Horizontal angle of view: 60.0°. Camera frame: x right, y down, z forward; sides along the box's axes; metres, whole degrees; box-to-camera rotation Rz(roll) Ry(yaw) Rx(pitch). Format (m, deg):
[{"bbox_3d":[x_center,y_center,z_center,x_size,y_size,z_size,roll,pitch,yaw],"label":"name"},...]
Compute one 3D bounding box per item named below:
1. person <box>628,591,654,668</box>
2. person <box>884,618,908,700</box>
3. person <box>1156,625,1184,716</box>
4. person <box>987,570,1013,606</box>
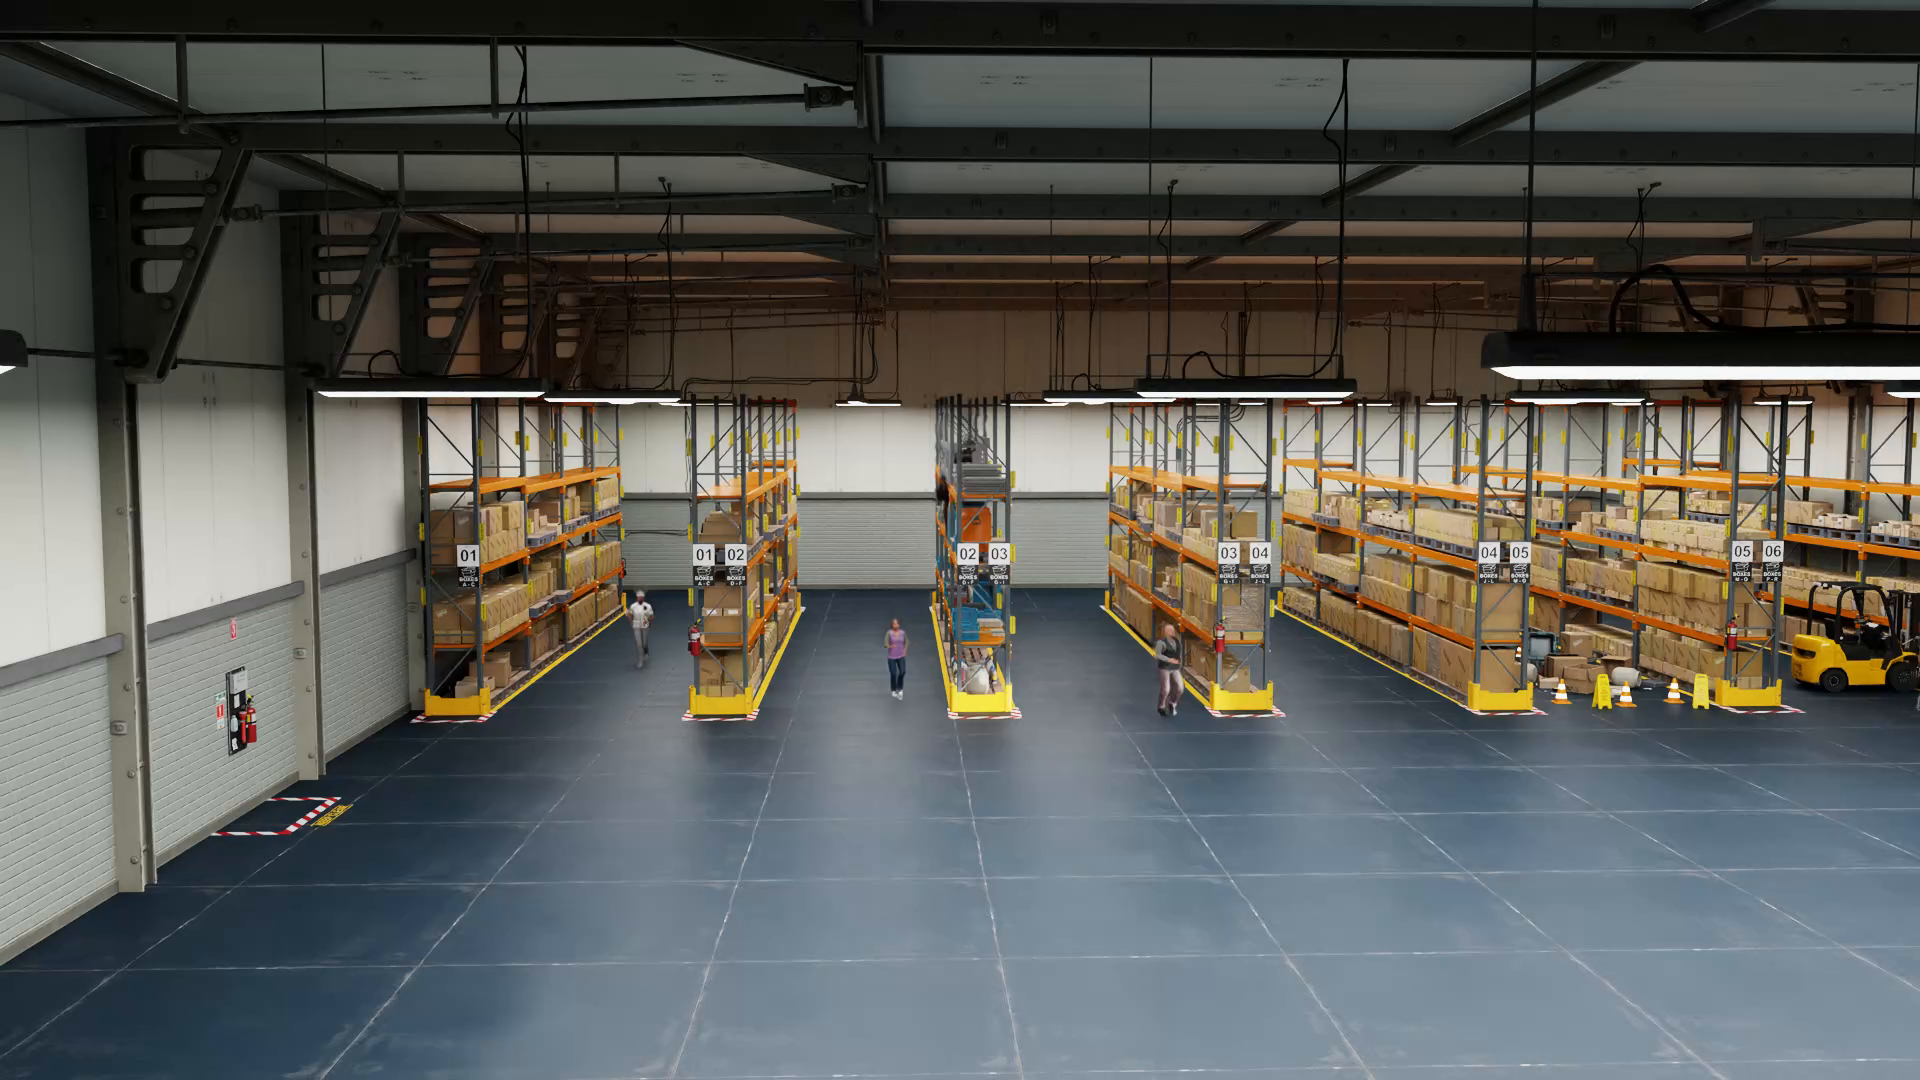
[{"bbox_3d":[-7.126,1.967,37.127,0.585,1.695,0.727,-1,5,-7],"label":"person"},{"bbox_3d":[-1.243,2.346,32.782,0.513,1.601,0.635,-1,5,-10],"label":"person"},{"bbox_3d":[3.936,2.449,30.966,0.675,1.749,0.677,-2,5,-27],"label":"person"},{"bbox_3d":[1.119,1.141,48.393,0.761,1.654,0.751,3,5,33],"label":"person"}]
